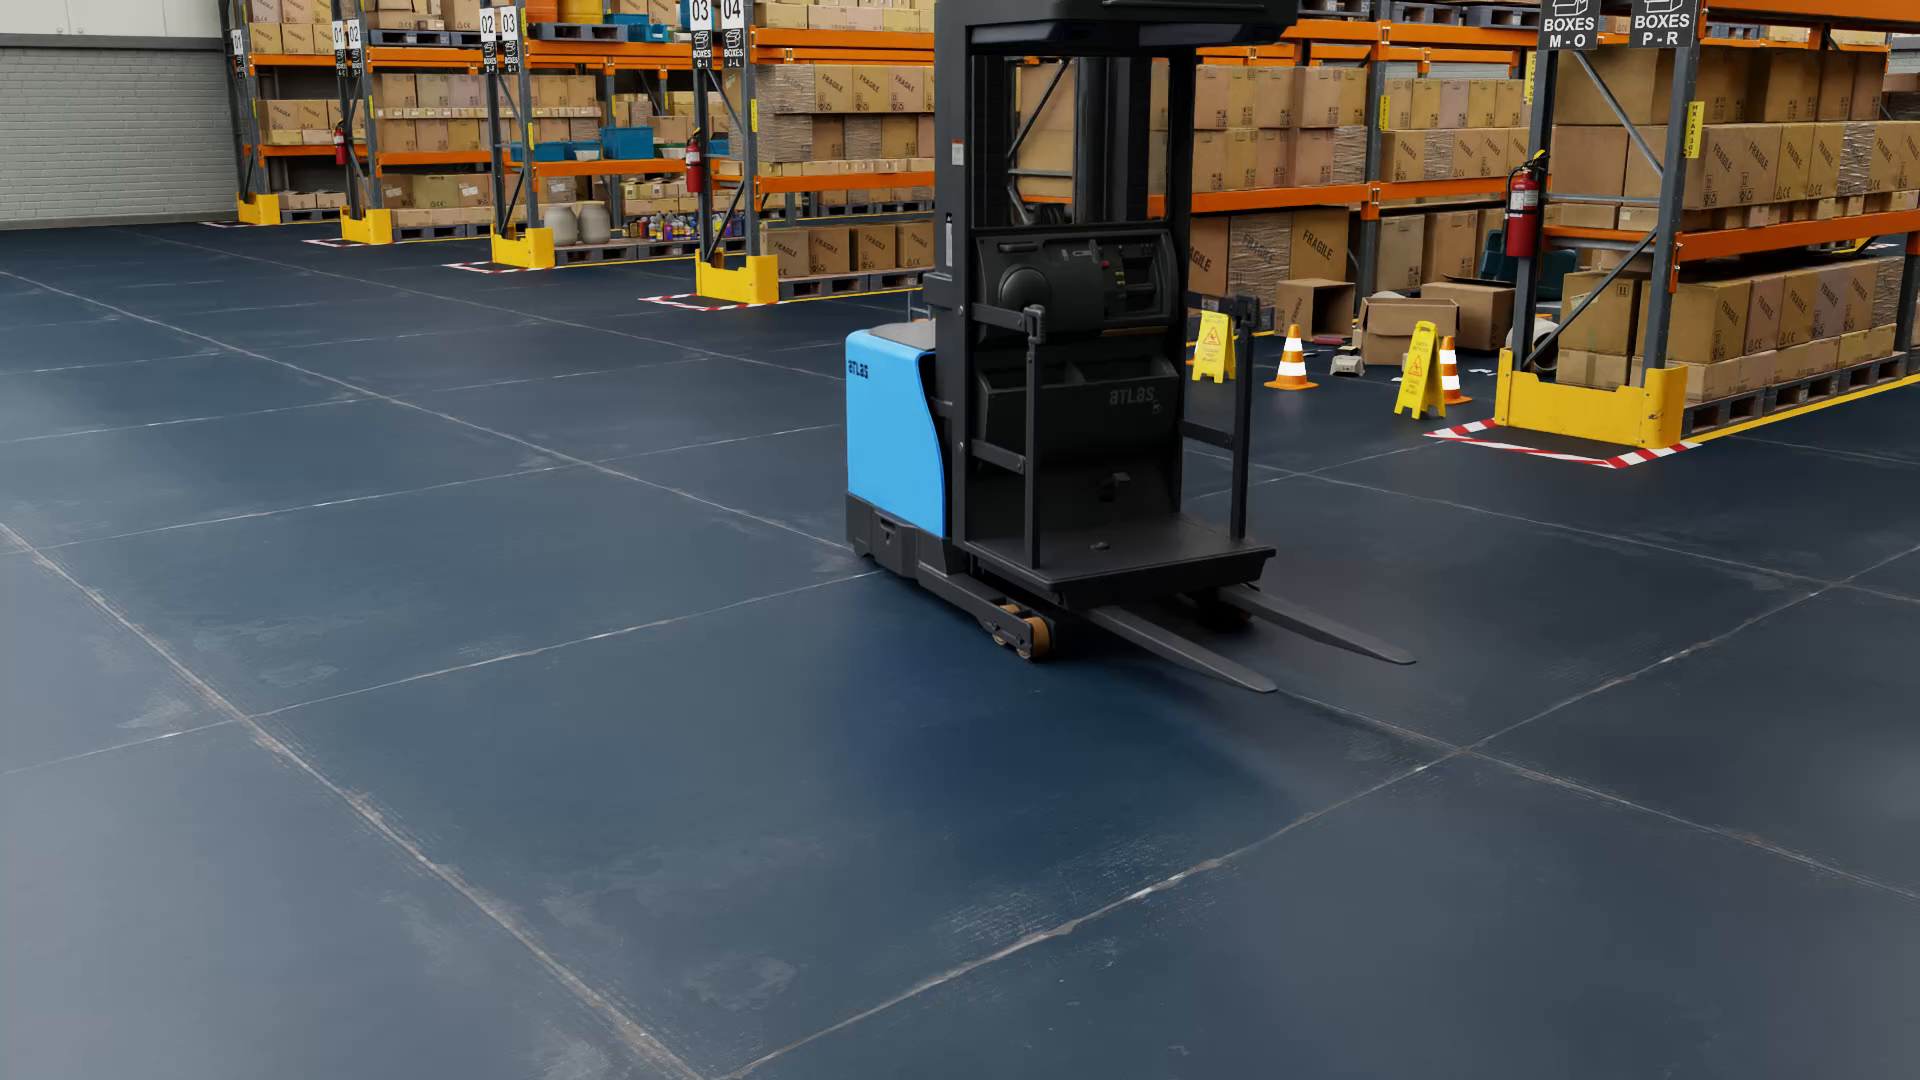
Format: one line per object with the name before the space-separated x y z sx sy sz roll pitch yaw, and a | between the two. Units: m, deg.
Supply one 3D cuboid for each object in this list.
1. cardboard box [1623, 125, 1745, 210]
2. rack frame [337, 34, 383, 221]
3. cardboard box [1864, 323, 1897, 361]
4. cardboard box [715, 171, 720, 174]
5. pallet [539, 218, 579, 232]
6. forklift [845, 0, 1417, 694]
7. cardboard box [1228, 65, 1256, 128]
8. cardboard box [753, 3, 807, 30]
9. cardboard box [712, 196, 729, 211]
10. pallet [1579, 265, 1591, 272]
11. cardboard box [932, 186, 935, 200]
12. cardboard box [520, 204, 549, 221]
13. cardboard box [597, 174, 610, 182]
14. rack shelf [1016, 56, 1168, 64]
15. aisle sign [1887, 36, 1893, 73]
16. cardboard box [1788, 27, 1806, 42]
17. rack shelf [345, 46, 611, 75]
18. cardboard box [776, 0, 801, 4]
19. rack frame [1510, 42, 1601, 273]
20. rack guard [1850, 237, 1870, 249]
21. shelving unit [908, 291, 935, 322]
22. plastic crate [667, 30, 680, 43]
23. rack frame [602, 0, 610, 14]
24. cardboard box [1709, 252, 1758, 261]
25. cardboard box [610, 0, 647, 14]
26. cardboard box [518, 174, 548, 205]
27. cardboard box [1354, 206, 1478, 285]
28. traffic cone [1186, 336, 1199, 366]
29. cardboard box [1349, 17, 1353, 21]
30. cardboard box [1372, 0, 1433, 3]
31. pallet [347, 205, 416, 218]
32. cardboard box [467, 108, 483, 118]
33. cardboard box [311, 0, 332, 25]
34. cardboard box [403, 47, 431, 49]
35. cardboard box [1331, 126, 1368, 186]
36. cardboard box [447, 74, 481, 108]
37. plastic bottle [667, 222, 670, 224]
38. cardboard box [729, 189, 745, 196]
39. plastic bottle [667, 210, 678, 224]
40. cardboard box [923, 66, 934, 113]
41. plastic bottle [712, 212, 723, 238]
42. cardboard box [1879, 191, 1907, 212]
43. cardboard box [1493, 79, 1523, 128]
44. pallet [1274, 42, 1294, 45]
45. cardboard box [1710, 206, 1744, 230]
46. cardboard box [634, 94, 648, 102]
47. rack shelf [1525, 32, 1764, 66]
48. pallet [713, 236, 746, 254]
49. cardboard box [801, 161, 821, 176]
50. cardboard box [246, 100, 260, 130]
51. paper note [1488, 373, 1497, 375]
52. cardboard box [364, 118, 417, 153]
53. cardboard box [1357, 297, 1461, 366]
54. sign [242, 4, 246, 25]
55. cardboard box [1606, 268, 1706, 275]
cardboard box | 4.563 -2.356 10.487 0.500 0.500 0.500 -13 20 -40
rack frame | -8.982 -5.996 24.885 0.127 3.000 1.000 -13 19 -39
cardboard box | 6.772 -1.537 12.707 0.500 0.250 0.500 -12 19 -37
cardboard box | -4.895 -7.726 34.712 0.750 0.750 0.750 -13 20 -40
pallet | -6.592 -5.200 27.308 1.213 0.211 1.003 -13 19 -39
forklift | 0.590 -1.082 6.620 1.130 2.935 3.031 -8 17 -27
cardboard box | 2.184 -4.028 15.135 0.500 0.550 0.875 -13 19 -39
cardboard box | -1.949 -5.475 17.412 0.500 0.250 0.500 -12 19 -38
cardboard box | -4.337 -5.829 28.774 0.500 0.250 0.500 -12 19 -38
pallet | 7.324 -3.224 19.912 1.213 0.211 1.003 -13 19 -39
cardboard box | -0.492 -6.812 31.932 0.500 0.500 0.500 -13 19 -39
cardboard box | -6.922 -5.257 26.632 0.500 0.250 0.500 -13 19 -39
cardboard box | -7.175 -7.123 33.096 0.500 0.500 0.700 -13 20 -39
rack shelf | 1.811 -7.827 27.320 4.000 0.370 1.077 -13 19 -39
aisle sign | 13.020 -7.005 23.623 0.004 0.787 0.394 -13 19 -39
cardboard box | 10.645 -6.607 21.652 0.500 0.250 0.500 -13 20 -40
rack shelf | -7.473 -7.436 25.859 4.000 0.370 1.077 -13 19 -39
cardboard box | -1.863 -5.663 17.344 0.250 0.149 0.380 -12 19 -38
rack frame | 6.733 -4.439 19.057 0.127 3.000 1.000 -13 19 -39
rack guard | 12.711 -4.574 24.405 0.348 0.500 1.175 -13 19 -39
shelving unit | 0.023 -0.654 8.371 0.503 1.200 0.258 -8 17 -27
plastic crate | -4.084 -6.841 22.648 0.450 0.188 0.336 -13 19 -39
rack frame | -5.964 -9.572 26.648 0.127 3.000 1.000 -13 19 -39
cardboard box | 5.697 -2.175 12.384 0.250 0.149 0.380 -11 19 -36
cardboard box | -5.473 -8.712 27.266 0.500 0.500 0.500 -12 19 -39
cardboard box | -6.930 -5.621 26.544 0.500 0.500 0.500 -13 19 -39
cardboard box | 4.855 -3.163 17.825 0.750 0.750 1.050 -13 19 -39
traffic cone | 2.031 -1.672 13.613 0.334 0.463 0.336 -13 19 -39
cardboard box | 5.684 -7.540 24.213 0.500 0.311 0.500 -14 20 -41
cardboard box | 4.503 -5.642 17.029 0.500 0.250 0.500 -13 20 -40
pallet | -10.623 -5.962 30.160 1.213 0.211 1.003 -13 19 -39
cardboard box | -7.574 -6.601 25.699 0.250 0.149 0.380 -13 20 -40
cardboard box | -10.995 -9.132 28.643 0.500 0.500 0.500 -12 19 -38
cardboard box | -9.827 -8.928 29.816 0.500 0.500 0.500 14 20 42
cardboard box | 3.445 -3.769 16.259 0.550 0.550 0.875 -13 19 -39
cardboard box | -7.808 -6.932 25.683 0.500 0.500 0.700 -13 19 -39
plastic bottle | -4.088 -4.362 23.337 0.097 0.201 0.097 0 15 0
cardboard box | -3.951 -6.186 29.023 0.500 0.311 0.500 -13 20 -40
plastic bottle | -4.060 -4.482 23.496 0.185 0.351 0.144 -13 20 -40
cardboard box | -0.377 -5.120 18.899 0.500 0.500 0.500 -13 19 -39
plastic bottle | -3.400 -4.389 23.150 0.185 0.351 0.144 -13 20 -40
cardboard box | 6.815 -2.536 12.420 0.250 0.149 0.380 -12 19 -38
cardboard box | 5.622 -4.723 17.989 0.500 0.500 0.700 -13 20 -40
pallet | 4.004 -6.899 22.821 1.003 0.211 1.213 -12 19 -37
cardboard box | 4.850 -2.108 10.817 0.250 0.149 0.380 -13 20 -41
cardboard box | -6.442 -8.825 33.173 0.380 0.149 0.250 13 20 40
rack shelf | 8.242 -5.880 20.032 4.000 0.370 1.077 -13 19 -39
pallet | -3.249 -4.256 23.774 1.213 0.211 1.003 -13 19 -39
cardboard box | -1.711 -4.025 17.994 0.250 0.149 0.380 -13 19 -39
cardboard box | -12.020 -7.381 28.867 0.500 0.500 0.500 -13 20 -40
paper note | 4.203 -1.308 13.129 0.123 0.001 0.032 -13 19 -39
cardboard box | -8.621 -6.121 25.159 0.500 0.500 0.700 -13 19 -39
cardboard box | 3.687 -1.722 13.721 0.797 0.503 0.637 2 15 9
sign | -11.880 -8.726 27.598 0.005 0.325 0.100 -13 19 -39
cardboard box | 4.848 -1.650 11.676 0.500 0.500 0.500 -12 19 -37
